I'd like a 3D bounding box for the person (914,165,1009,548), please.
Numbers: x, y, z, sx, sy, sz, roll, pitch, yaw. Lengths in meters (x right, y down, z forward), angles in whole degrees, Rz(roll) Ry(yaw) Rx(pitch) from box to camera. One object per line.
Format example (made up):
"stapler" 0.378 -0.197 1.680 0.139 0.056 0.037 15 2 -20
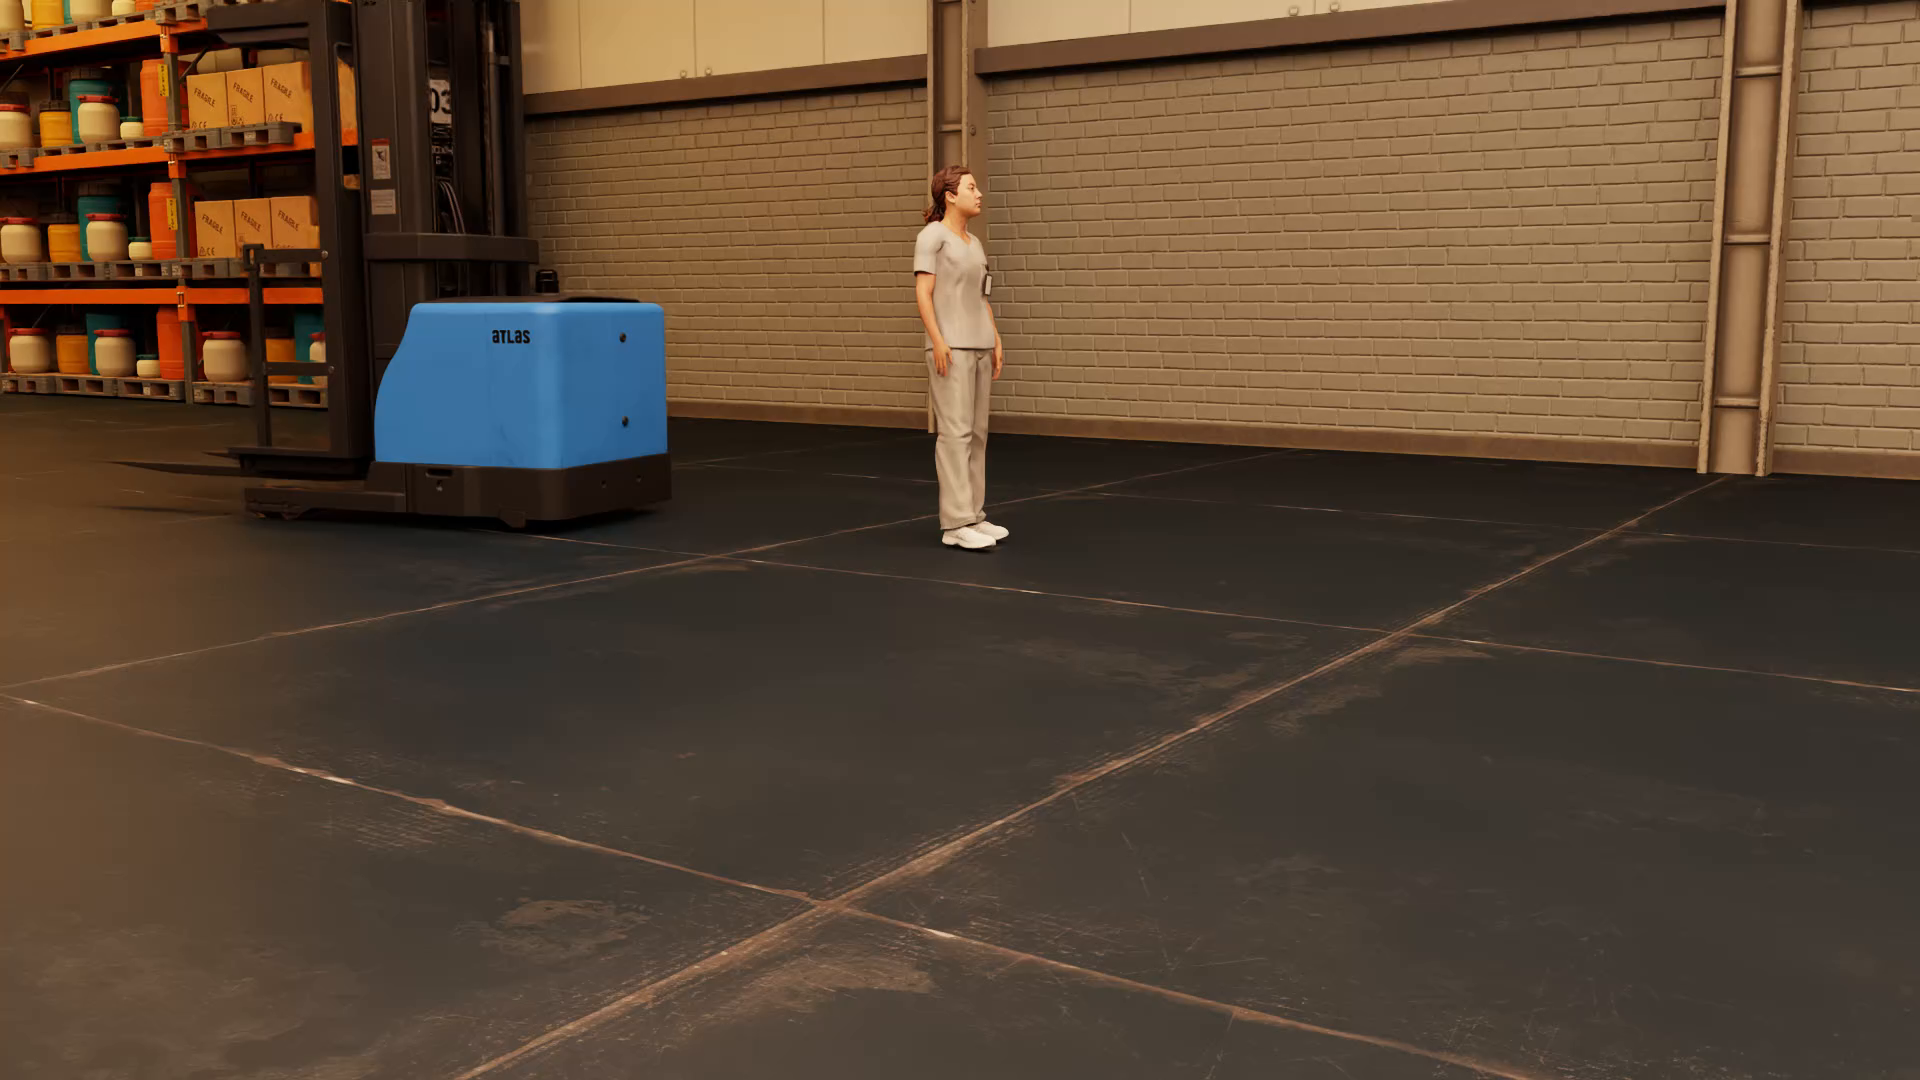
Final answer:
"person" 0.054 -0.829 7.433 0.549 1.675 0.550 5 10 34

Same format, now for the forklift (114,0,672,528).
"forklift" -3.056 -1.615 8.547 3.031 2.935 1.130 3 9 22
